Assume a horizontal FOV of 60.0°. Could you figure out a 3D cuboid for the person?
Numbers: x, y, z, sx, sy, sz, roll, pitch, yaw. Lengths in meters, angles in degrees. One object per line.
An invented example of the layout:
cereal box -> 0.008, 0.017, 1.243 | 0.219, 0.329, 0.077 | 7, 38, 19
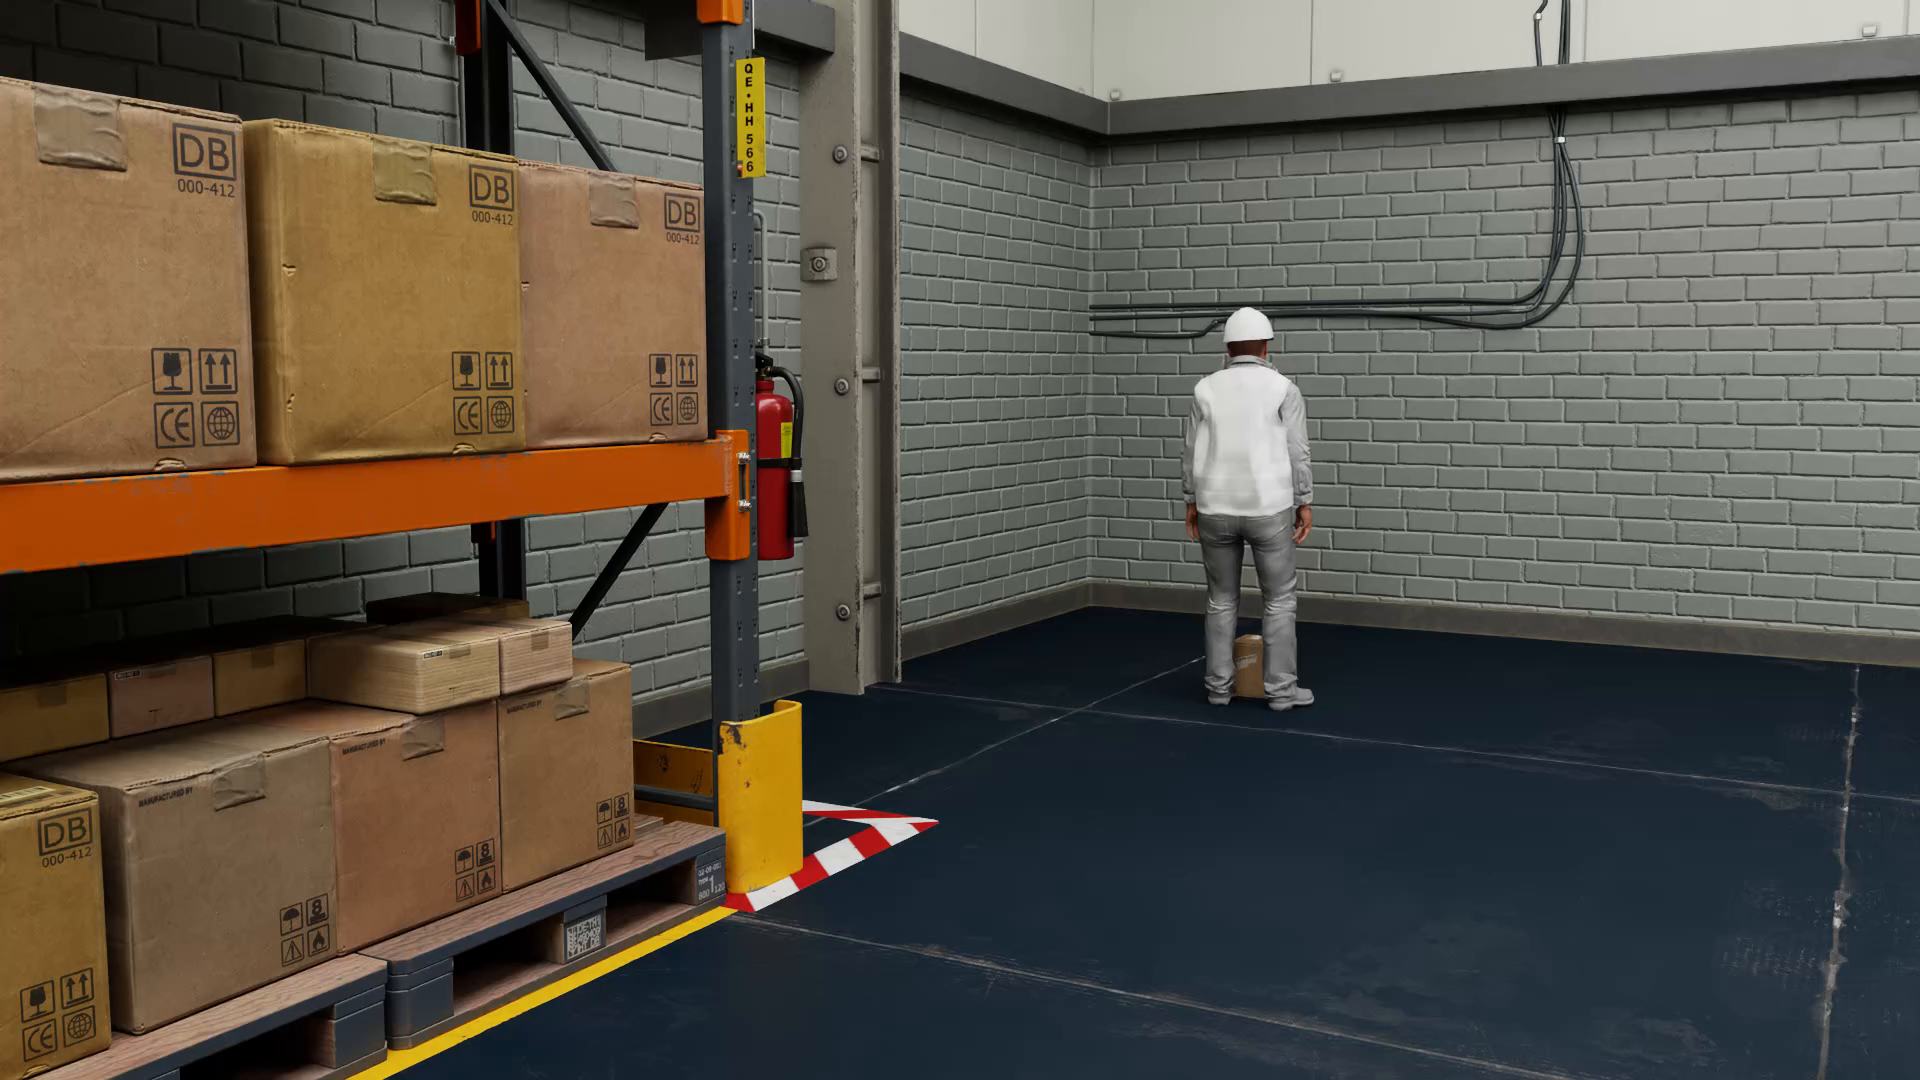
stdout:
person -> 1.278, -0.145, 7.406 | 0.593, 1.771, 0.464 | 3, 6, 25
